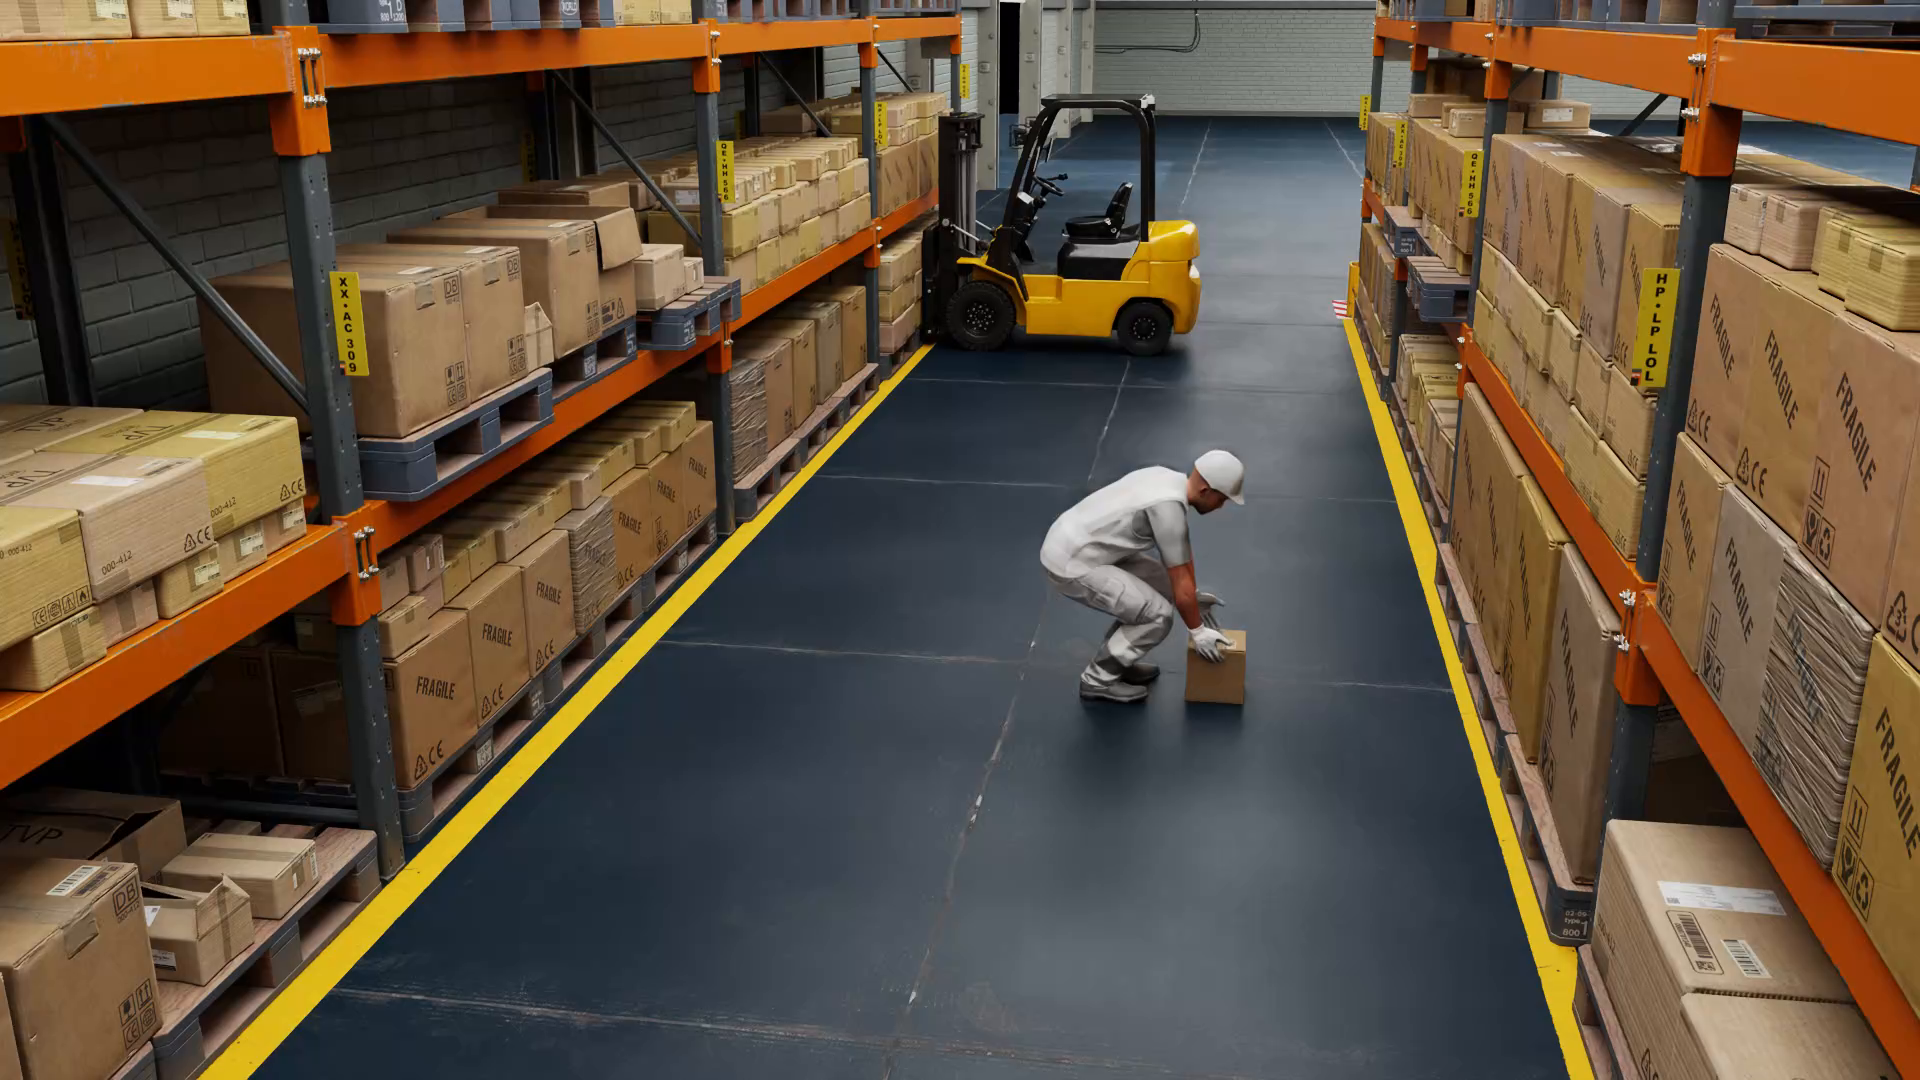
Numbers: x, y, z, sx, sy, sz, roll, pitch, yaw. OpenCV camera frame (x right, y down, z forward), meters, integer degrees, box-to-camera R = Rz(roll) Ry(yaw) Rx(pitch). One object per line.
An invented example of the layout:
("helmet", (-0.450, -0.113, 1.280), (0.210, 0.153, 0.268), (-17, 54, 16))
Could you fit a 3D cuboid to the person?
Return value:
("person", (0.786, 0.130, 7.260), (0.866, 1.091, 0.581), (3, 18, 9))
